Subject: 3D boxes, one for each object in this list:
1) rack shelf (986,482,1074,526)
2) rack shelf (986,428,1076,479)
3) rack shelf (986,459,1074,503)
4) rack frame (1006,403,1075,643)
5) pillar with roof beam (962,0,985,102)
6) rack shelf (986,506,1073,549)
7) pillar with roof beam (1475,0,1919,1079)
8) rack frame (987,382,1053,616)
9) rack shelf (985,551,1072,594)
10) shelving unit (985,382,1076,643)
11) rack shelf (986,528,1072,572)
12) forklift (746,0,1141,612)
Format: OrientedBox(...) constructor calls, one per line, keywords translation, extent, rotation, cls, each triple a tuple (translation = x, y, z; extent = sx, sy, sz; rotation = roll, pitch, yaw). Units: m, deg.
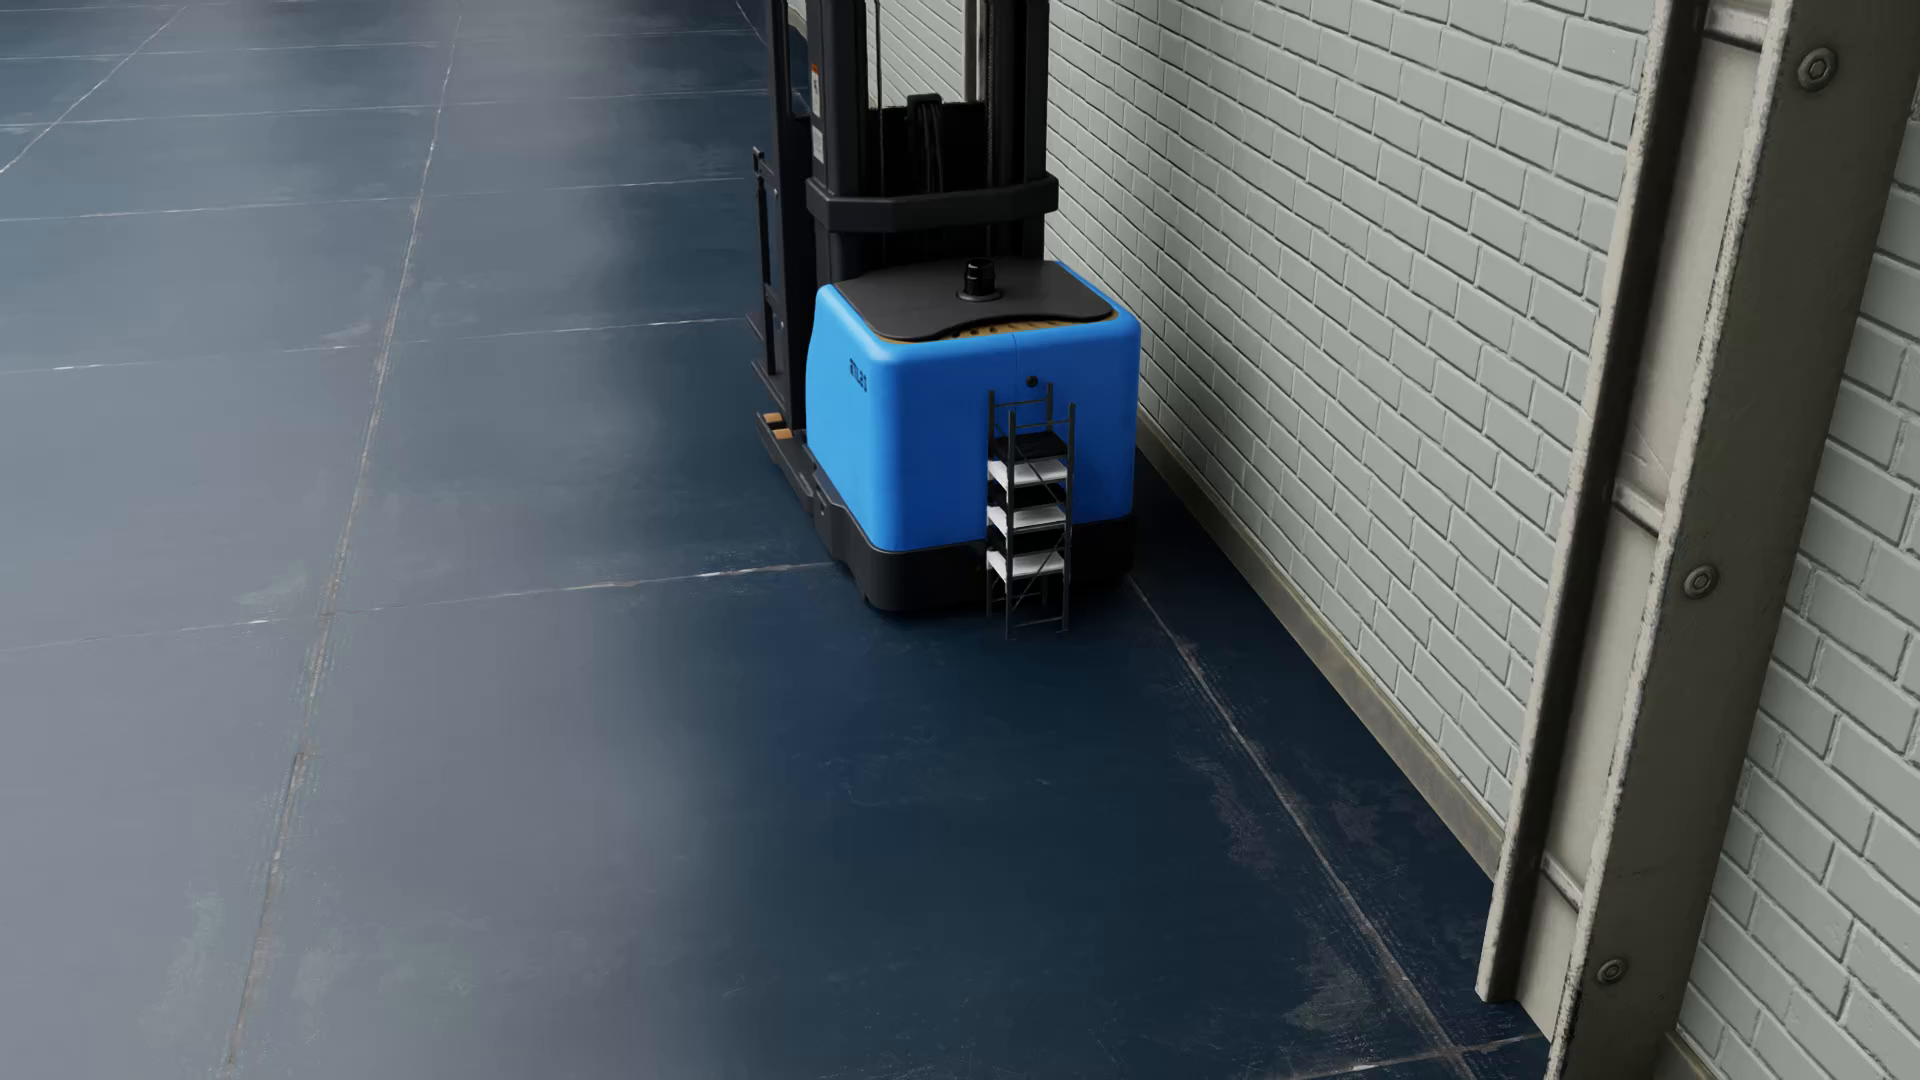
OrientedBox(translation=(0.247, -0.143, 5.910), extent=(0.258, 0.077, 0.200), rotation=(-9, 28, -17), cls="rack shelf")
OrientedBox(translation=(0.247, -0.304, 5.829), extent=(0.258, 0.077, 0.200), rotation=(-9, 28, -17), cls="rack shelf")
OrientedBox(translation=(0.247, -0.224, 5.869), extent=(0.258, 0.077, 0.200), rotation=(-9, 28, -17), cls="rack shelf")
OrientedBox(translation=(0.280, -0.049, 5.849), extent=(0.240, 0.900, 0.006), rotation=(-9, 28, -17), cls="rack frame")
OrientedBox(translation=(-3.992, -4.957, 6.585), extent=(9.100, 9.000, 0.400), rotation=(-6, 27, -12), cls="pillar with roof beam")
OrientedBox(translation=(0.247, -0.063, 5.950), extent=(0.258, 0.077, 0.200), rotation=(-9, 28, -17), cls="rack shelf")
OrientedBox(translation=(-2.640, -2.323, 1.366), extent=(9.100, 9.000, 0.400), rotation=(-6, 27, -12), cls="pillar with roof beam")
OrientedBox(translation=(0.214, -0.136, 6.021), extent=(0.240, 0.900, 0.006), rotation=(-9, 28, -17), cls="rack frame")
OrientedBox(translation=(0.247, 0.098, 6.031), extent=(0.258, 0.077, 0.200), rotation=(-9, 28, -17), cls="rack shelf")
OrientedBox(translation=(0.247, -0.093, 5.935), extent=(0.258, 0.900, 0.210), rotation=(-9, 28, -17), cls="shelving unit")
OrientedBox(translation=(0.247, 0.017, 5.991), extent=(0.258, 0.077, 0.200), rotation=(-9, 28, -17), cls="rack shelf")
OrientedBox(translation=(-0.291, -1.691, 6.847), extent=(1.130, 2.935, 3.031), rotation=(-9, 28, -17), cls="forklift")
